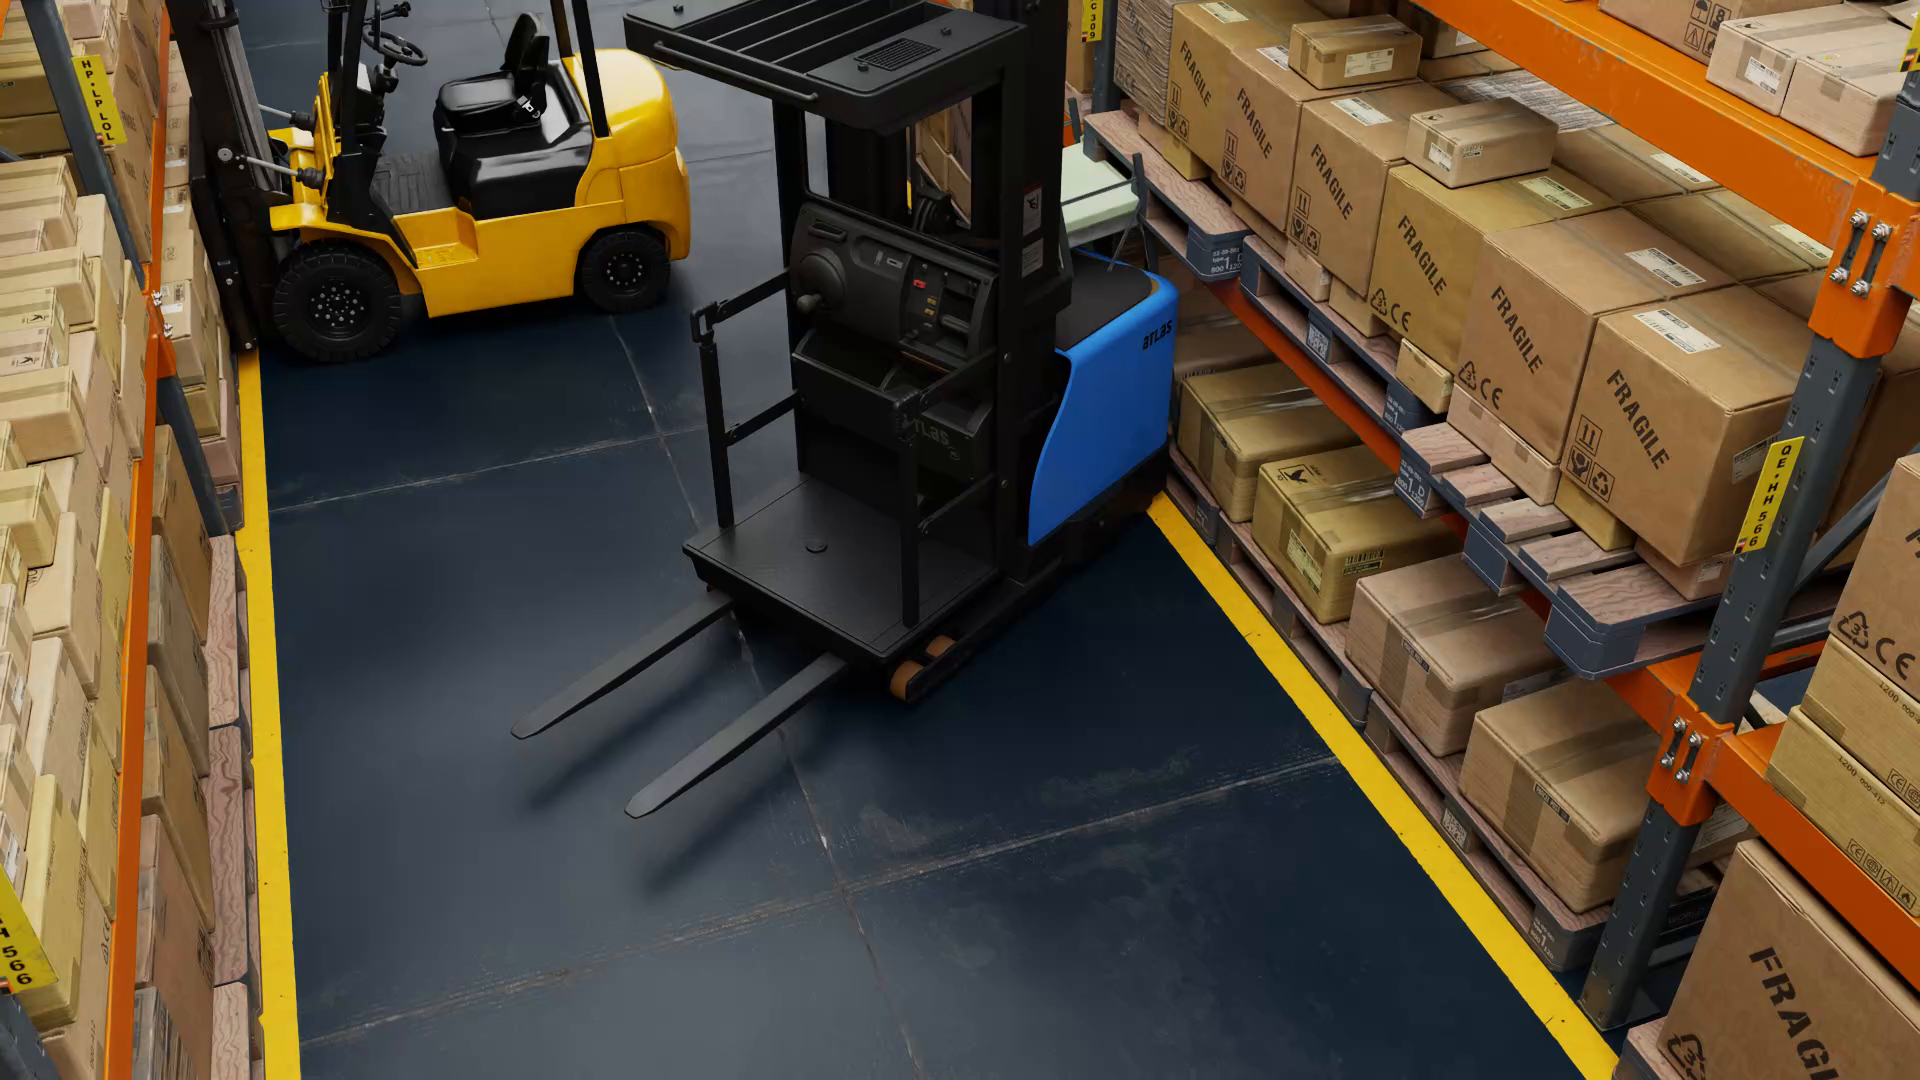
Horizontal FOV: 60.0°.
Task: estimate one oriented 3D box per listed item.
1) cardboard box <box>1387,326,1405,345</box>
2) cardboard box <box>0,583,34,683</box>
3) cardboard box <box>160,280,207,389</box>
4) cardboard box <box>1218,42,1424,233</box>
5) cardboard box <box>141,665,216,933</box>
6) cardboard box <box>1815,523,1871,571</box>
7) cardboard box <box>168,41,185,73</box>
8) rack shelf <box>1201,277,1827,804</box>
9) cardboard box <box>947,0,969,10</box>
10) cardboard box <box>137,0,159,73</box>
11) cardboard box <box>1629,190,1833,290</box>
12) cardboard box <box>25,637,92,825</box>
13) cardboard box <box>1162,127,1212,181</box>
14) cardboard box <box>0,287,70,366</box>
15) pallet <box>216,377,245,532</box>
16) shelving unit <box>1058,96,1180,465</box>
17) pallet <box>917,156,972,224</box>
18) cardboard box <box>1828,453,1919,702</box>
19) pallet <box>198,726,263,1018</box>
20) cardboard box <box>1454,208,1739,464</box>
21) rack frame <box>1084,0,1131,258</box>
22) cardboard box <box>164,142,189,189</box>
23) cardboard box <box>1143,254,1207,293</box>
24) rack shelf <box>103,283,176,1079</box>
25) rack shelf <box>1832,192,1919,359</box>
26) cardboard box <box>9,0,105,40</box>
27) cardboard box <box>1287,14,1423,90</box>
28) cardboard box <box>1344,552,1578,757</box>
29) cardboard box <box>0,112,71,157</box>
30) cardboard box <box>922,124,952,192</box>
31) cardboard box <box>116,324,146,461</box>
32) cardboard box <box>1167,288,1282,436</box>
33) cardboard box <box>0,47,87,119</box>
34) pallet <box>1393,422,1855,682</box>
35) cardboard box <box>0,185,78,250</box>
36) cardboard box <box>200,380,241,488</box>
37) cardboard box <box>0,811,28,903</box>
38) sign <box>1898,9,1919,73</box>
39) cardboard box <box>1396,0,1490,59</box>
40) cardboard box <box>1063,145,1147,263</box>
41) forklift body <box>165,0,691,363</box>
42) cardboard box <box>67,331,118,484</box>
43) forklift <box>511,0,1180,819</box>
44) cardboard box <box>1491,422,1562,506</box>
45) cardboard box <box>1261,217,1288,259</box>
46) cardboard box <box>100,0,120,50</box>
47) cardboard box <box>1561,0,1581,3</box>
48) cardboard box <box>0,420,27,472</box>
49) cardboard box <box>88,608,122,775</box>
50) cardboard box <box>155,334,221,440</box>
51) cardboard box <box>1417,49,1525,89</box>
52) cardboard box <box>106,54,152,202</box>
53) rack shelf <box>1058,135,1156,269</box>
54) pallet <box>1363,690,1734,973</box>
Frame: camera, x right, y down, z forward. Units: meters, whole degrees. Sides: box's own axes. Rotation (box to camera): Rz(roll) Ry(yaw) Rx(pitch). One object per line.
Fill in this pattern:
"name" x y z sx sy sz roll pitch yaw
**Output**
"cardboard box" 1.674 -0.729 5.584 0.380 0.149 0.250 -12 39 -16
"cardboard box" -2.348 0.263 3.785 0.380 0.149 0.250 -12 39 -15
"cardboard box" -3.456 -0.828 6.961 0.500 0.250 0.500 -13 39 -17
"cardboard box" 1.297 -1.488 6.053 0.500 0.500 0.500 -13 39 -16
"cardboard box" -2.874 0.917 5.165 0.875 0.625 0.625 -14 39 -18
"cardboard box" 2.514 -0.080 4.723 0.380 0.149 0.250 -15 39 -19
"cardboard box" -4.509 -2.554 9.252 0.500 0.250 0.500 -11 38 -14
"rack shelf" 1.763 -0.633 6.196 1.077 0.370 4.000 -12 39 -16
"cardboard box" 0.143 -2.931 8.856 0.380 0.149 0.250 -12 39 -16
"cardboard box" -4.198 -2.512 8.009 0.500 0.500 0.500 -13 39 -17
"cardboard box" 2.328 -0.713 5.023 0.500 0.500 0.500 -11 38 -14
"cardboard box" -2.302 0.515 3.783 0.500 0.250 0.500 -11 38 -15
"cardboard box" 1.046 -1.597 6.737 0.380 0.149 0.250 -12 39 -15
"cardboard box" -2.871 -0.600 4.931 0.380 0.149 0.250 -13 39 -17
"pallet" -3.818 -0.365 7.559 1.003 0.211 1.213 -12 39 -16
"shelving unit" 0.577 -1.085 7.369 0.431 1.500 0.755 -20 36 -8
"pallet" 0.387 -1.999 9.729 1.003 0.211 1.213 -12 39 -16
"cardboard box" 2.392 0.099 3.711 0.500 0.500 0.500 -14 39 -17
"pallet" -2.870 1.191 5.493 1.003 0.211 1.213 -12 39 -16
"cardboard box" 1.846 -0.606 4.883 0.500 0.500 0.500 -13 39 -17
"rack frame" 1.075 -2.051 7.479 1.000 3.000 0.127 -12 39 -16
"cardboard box" -3.978 -1.696 8.113 0.500 0.250 0.500 -13 39 -17
"cardboard box" 1.126 -1.509 8.697 0.500 0.250 0.500 -14 39 -18
"rack shelf" -2.896 0.396 4.829 1.077 0.370 4.000 -12 39 -16
"rack shelf" 3.140 0.428 2.293 1.077 0.370 4.000 -12 39 -16
"cardboard box" -3.678 -2.118 6.699 0.380 0.149 0.250 -12 39 -15
"cardboard box" 1.375 -1.705 5.802 0.380 0.149 0.250 -10 38 -13
"cardboard box" 2.005 0.354 6.121 0.950 0.372 0.625 -13 39 -17
"cardboard box" -3.447 -1.554 6.198 0.380 0.149 0.250 -13 39 -17
"cardboard box" 0.085 -2.271 9.708 0.500 0.250 0.500 -10 38 -13
"cardboard box" -2.987 -0.448 5.476 0.500 0.250 0.500 -13 39 -16
"cardboard box" 1.258 -0.873 7.751 0.950 0.372 0.625 -12 39 -15
"cardboard box" -3.415 -1.680 6.118 0.380 0.149 0.250 -12 39 -15
"pallet" 2.106 -0.095 5.042 1.213 0.211 1.003 -12 39 -16
"cardboard box" -3.152 -1.031 5.503 0.380 0.149 0.250 -13 39 -17
"cardboard box" -3.440 -0.432 7.267 0.500 0.250 0.500 -12 39 -15
"cardboard box" -2.041 0.699 3.207 0.380 0.149 0.250 -11 38 -15
"sign" 1.941 -1.084 3.274 0.100 0.325 0.005 -12 39 -16
"cardboard box" 1.812 -1.886 6.042 0.380 0.149 0.250 -14 39 -18
"cardboard box" 0.620 -1.698 8.325 0.500 0.500 0.500 -13 39 -17
"forklift body" -2.595 -2.248 8.447 2.313 2.155 1.214 -12 39 -16
"cardboard box" -2.821 -0.357 4.940 0.500 0.250 0.500 -12 39 -15
"forklift" -0.397 -0.880 5.983 1.130 2.935 3.031 26 44 30
"cardboard box" 1.829 -0.264 4.968 0.380 0.149 0.250 -13 39 -16
"cardboard box" 1.348 -1.159 6.156 0.380 0.149 0.250 -12 39 -16
"cardboard box" -3.757 -2.145 6.982 0.380 0.149 0.250 -13 39 -16
"cardboard box" 1.900 -1.886 4.682 0.797 0.503 0.637 -12 39 -16
"cardboard box" -2.675 -0.155 4.341 0.380 0.149 0.250 -12 39 -16
"cardboard box" -2.483 0.423 4.320 0.500 0.250 0.500 -14 39 -17
"cardboard box" -3.461 -0.627 7.110 0.500 0.250 0.500 -13 39 -16
"cardboard box" 1.793 -1.591 6.190 0.500 0.500 0.500 -11 38 -14
"cardboard box" -3.686 -1.656 6.873 0.500 0.500 0.500 -12 39 -15
"rack shelf" 0.499 -1.391 7.141 0.431 0.370 0.720 -20 36 -8
"pallet" 2.184 0.881 5.905 1.003 0.211 1.213 -12 39 -16
